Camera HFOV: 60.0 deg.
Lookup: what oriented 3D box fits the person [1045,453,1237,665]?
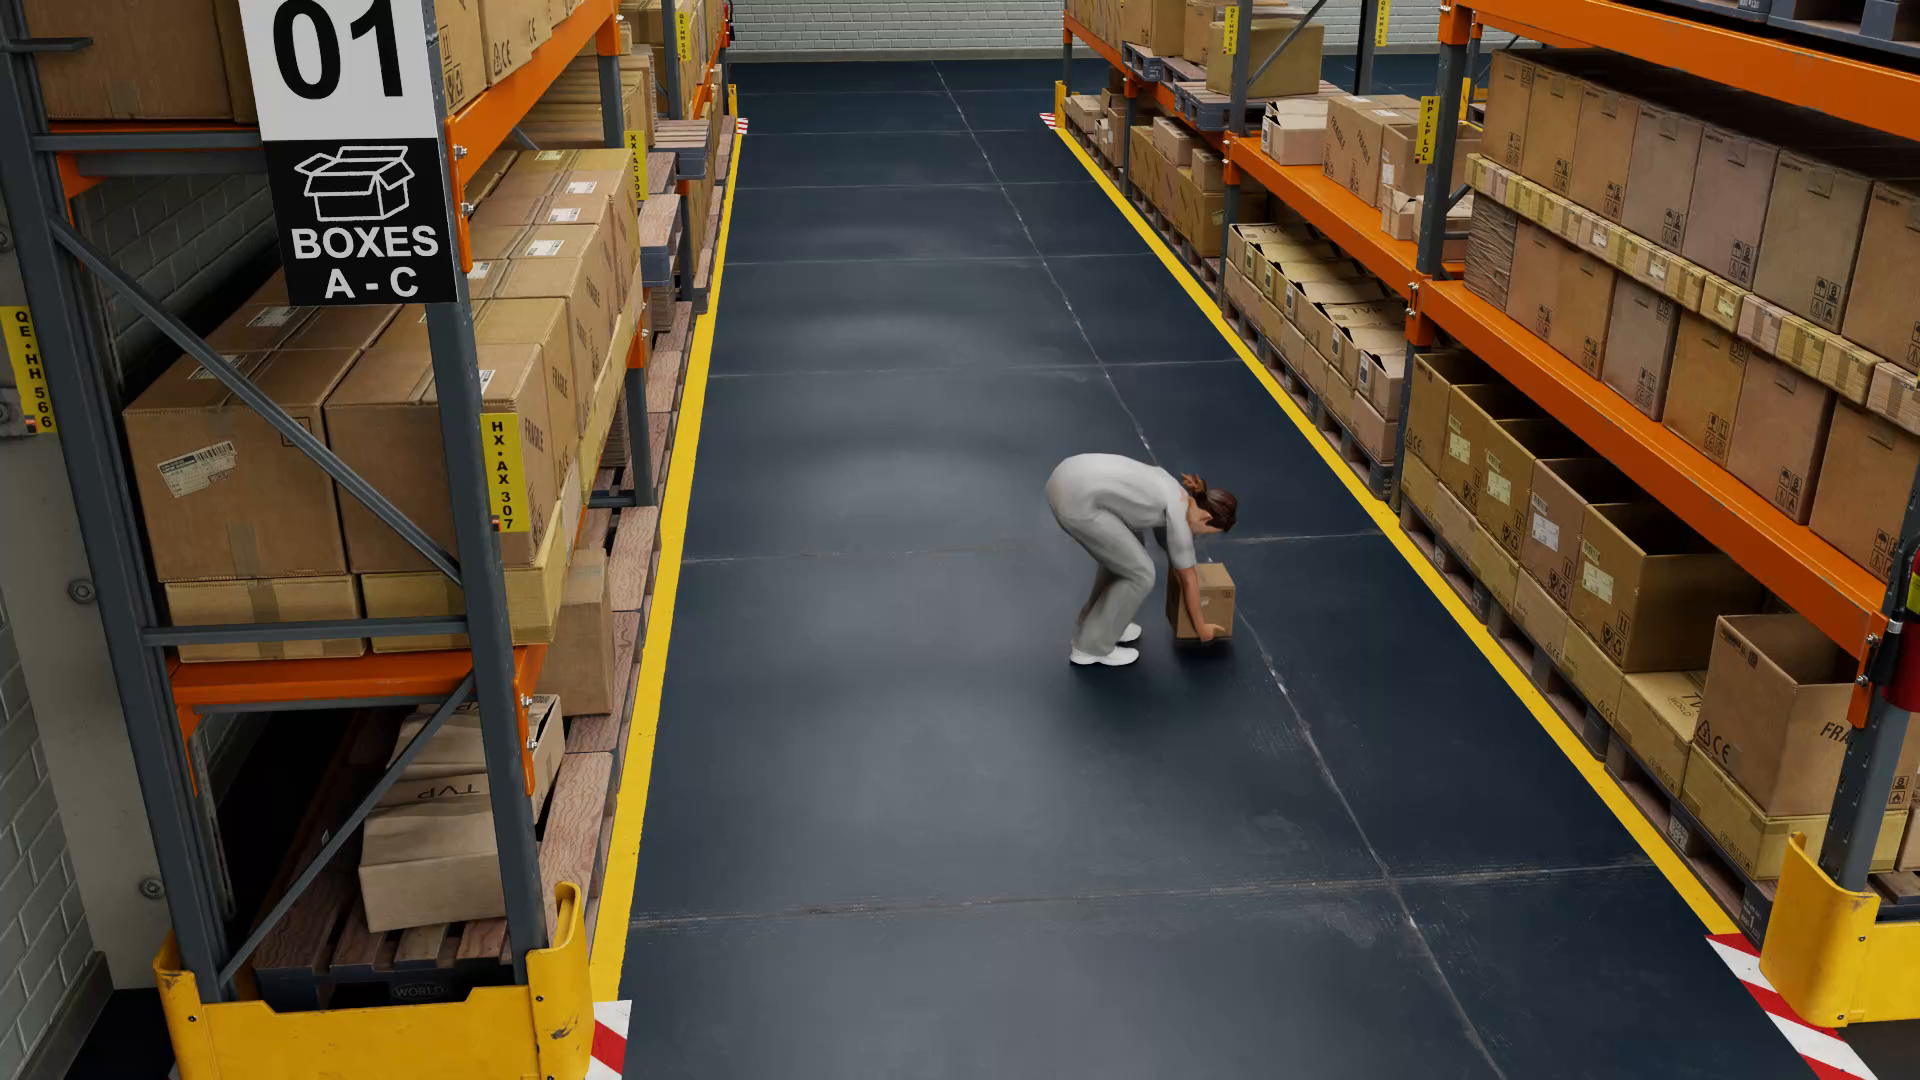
[{"bbox_3d":[0.800,0.064,7.372,0.853,0.935,0.451,-3,24,-8],"label":"person"}]
